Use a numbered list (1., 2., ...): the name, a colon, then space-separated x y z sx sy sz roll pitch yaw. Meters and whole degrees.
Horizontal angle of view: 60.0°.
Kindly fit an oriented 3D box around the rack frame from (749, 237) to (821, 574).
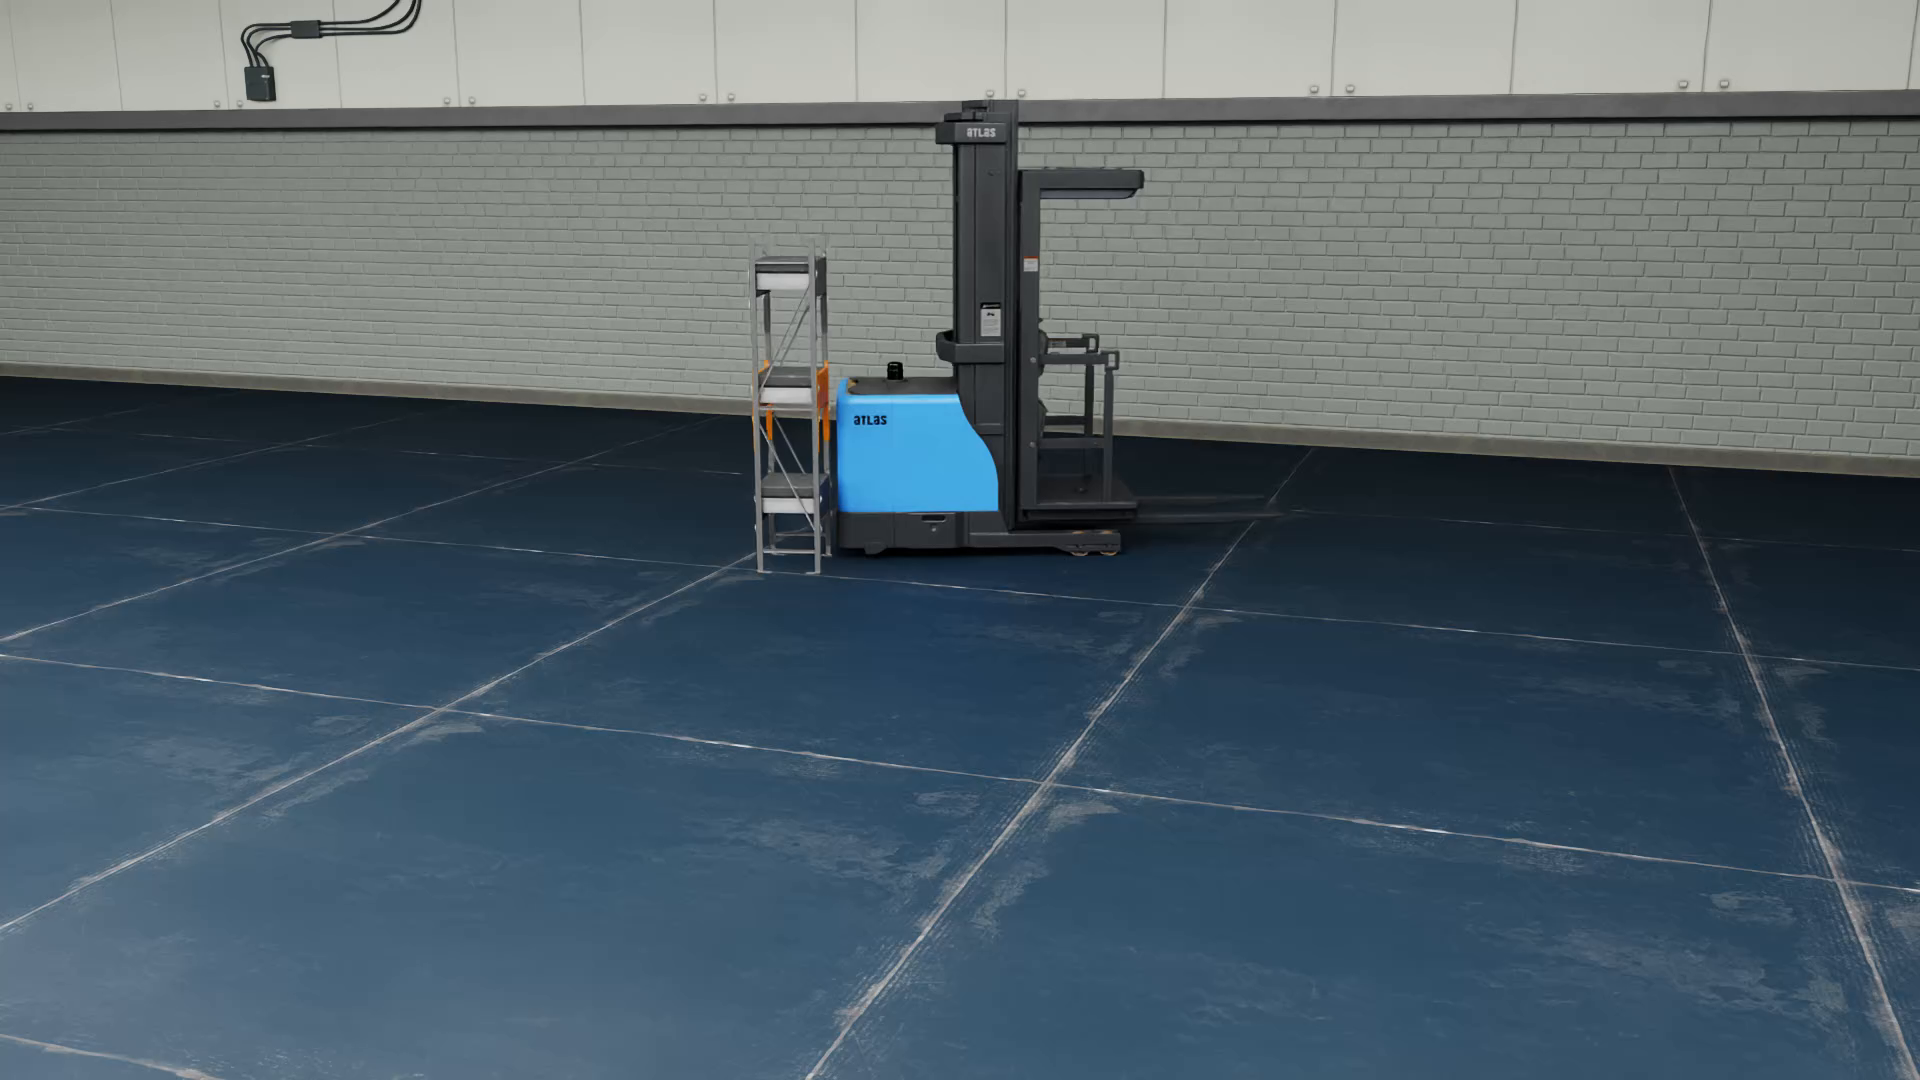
1. rack frame: -1.083 -0.811 10.324 0.400 2.100 0.015 1 13 3

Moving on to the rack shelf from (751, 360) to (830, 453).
1. rack shelf: -1.069 -0.852 10.565 0.431 0.518 0.480 1 13 3

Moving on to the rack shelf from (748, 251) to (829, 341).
1. rack shelf: -1.069 -1.535 10.409 0.431 0.518 0.480 1 13 3

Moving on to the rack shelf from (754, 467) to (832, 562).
1. rack shelf: -1.069 -0.170 10.720 0.431 0.518 0.480 1 13 3

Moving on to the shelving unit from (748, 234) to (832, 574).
1. shelving unit: -1.069 -0.866 10.562 0.431 2.100 0.503 1 13 3

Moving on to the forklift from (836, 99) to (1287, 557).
1. forklift: 0.678 -1.436 11.195 3.031 2.935 1.130 -1 13 -3

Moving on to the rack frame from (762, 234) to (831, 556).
1. rack frame: -1.055 -0.920 10.799 0.400 2.100 0.015 1 13 3

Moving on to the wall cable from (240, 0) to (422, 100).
1. wall cable: -6.690 -7.657 17.170 2.305 6.003 0.169 4 14 18
